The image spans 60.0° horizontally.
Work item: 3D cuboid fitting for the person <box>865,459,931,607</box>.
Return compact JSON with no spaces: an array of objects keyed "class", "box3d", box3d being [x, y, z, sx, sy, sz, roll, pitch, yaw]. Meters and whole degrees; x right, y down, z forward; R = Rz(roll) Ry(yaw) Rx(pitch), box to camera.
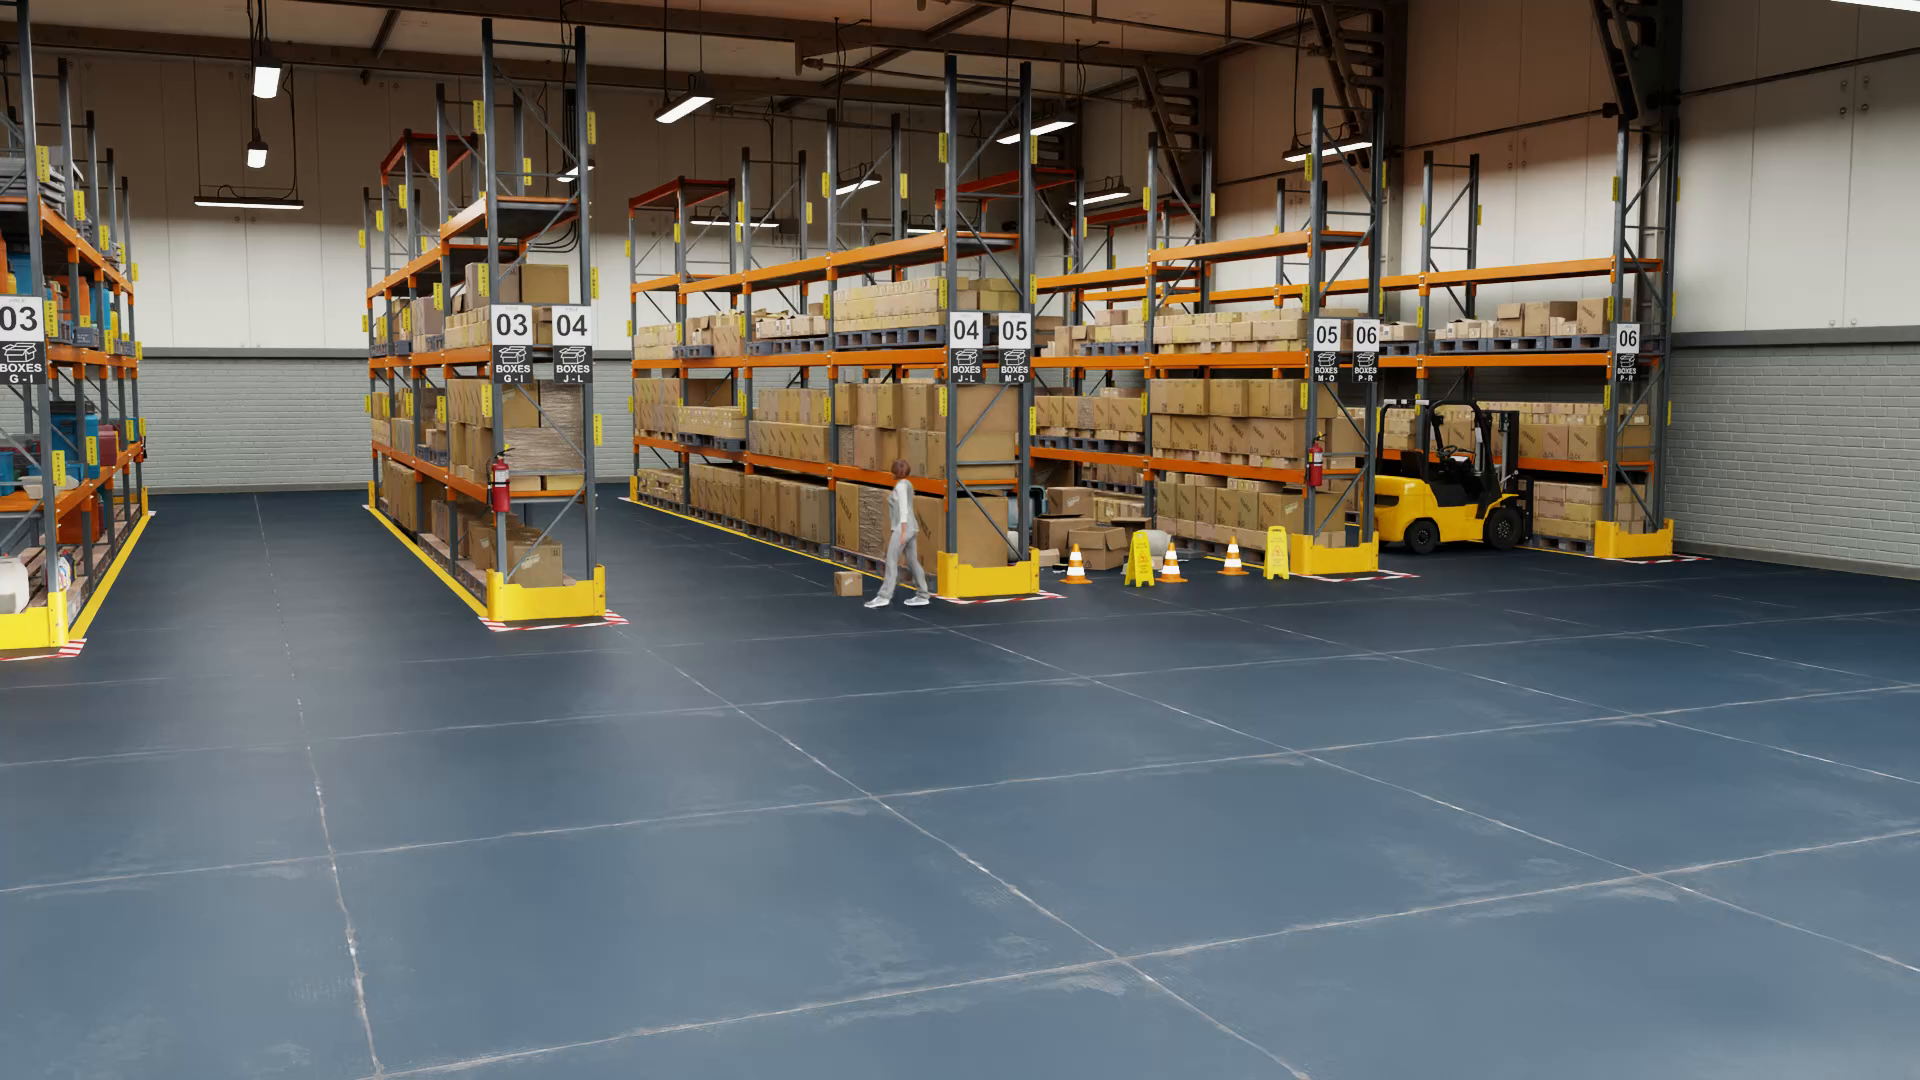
[{"class":"person","box3d":[-0.652,-0.075,17.887,0.663,1.581,0.486,1,6,13]}]
